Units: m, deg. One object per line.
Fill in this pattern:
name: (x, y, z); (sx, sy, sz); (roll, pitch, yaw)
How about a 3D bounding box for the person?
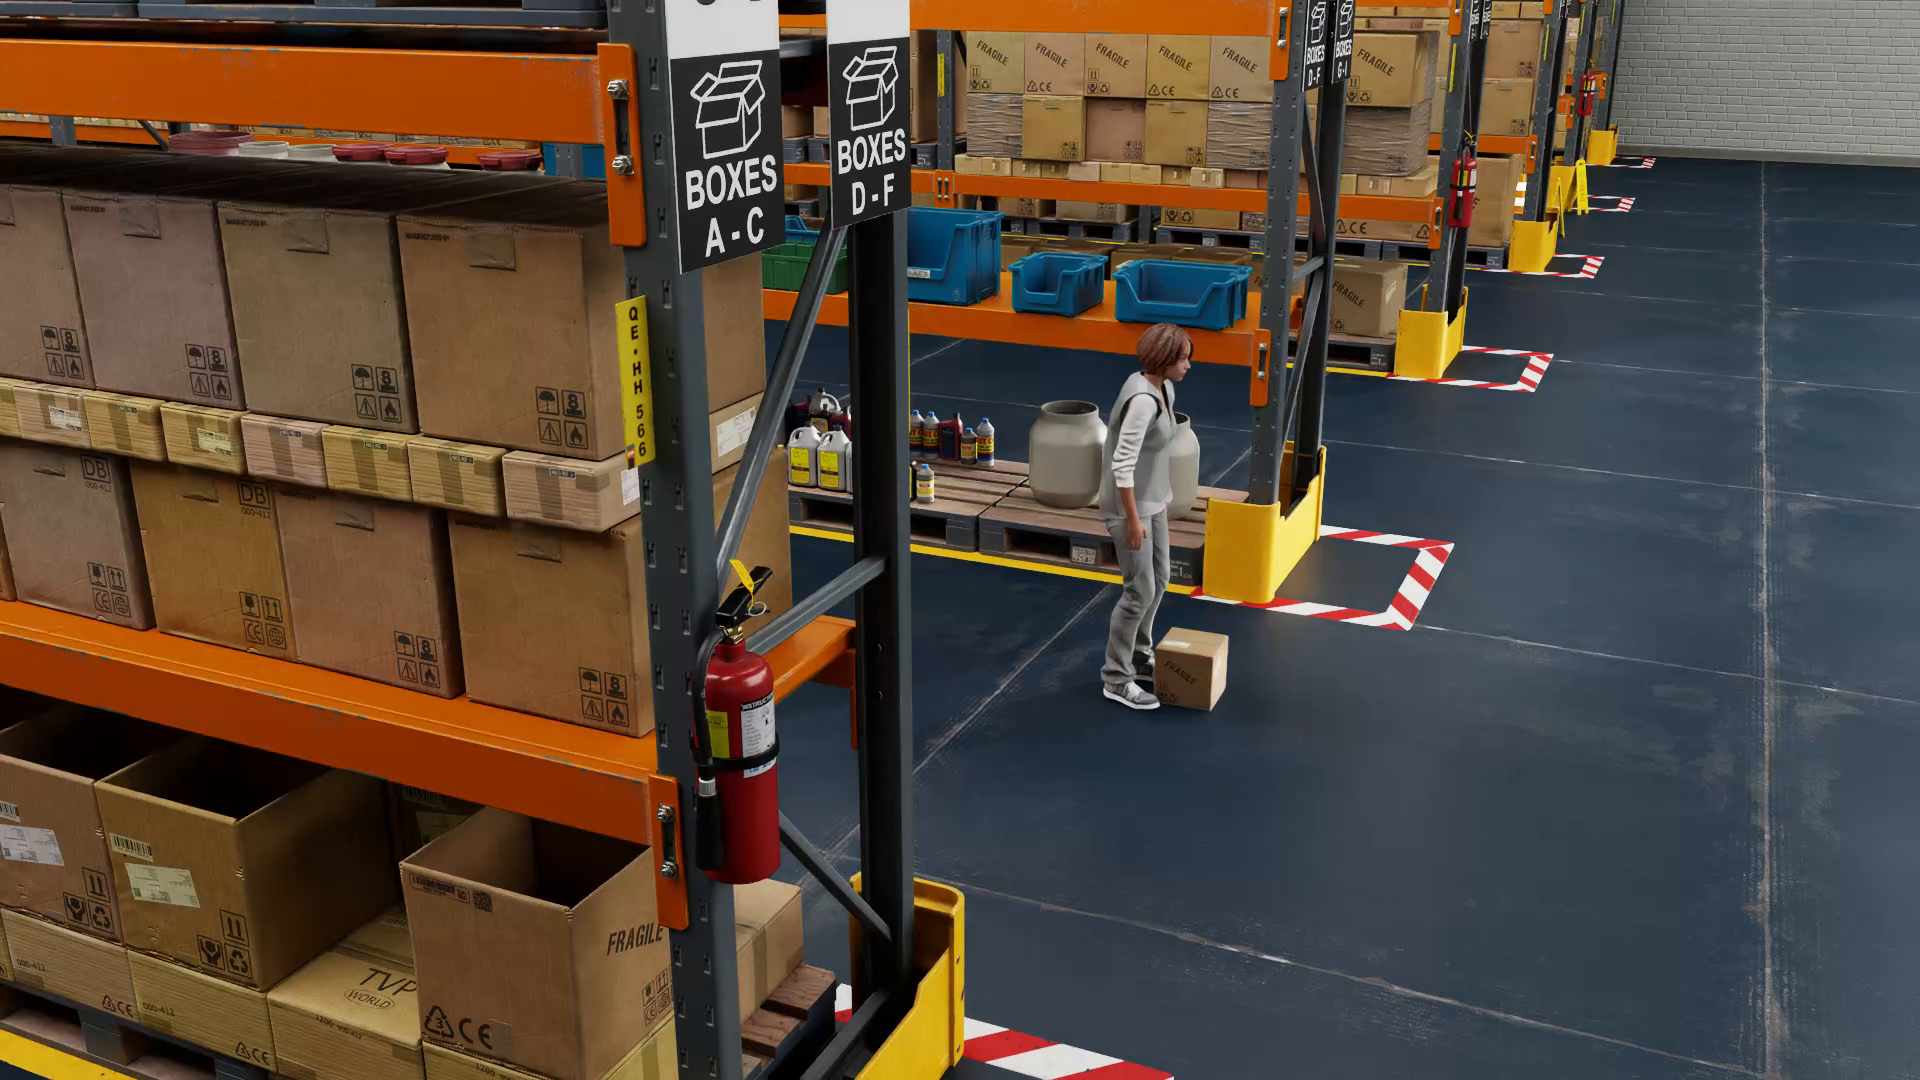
person: (0.759, -0.115, 6.916); (0.349, 1.590, 0.469); (8, 21, 20)
